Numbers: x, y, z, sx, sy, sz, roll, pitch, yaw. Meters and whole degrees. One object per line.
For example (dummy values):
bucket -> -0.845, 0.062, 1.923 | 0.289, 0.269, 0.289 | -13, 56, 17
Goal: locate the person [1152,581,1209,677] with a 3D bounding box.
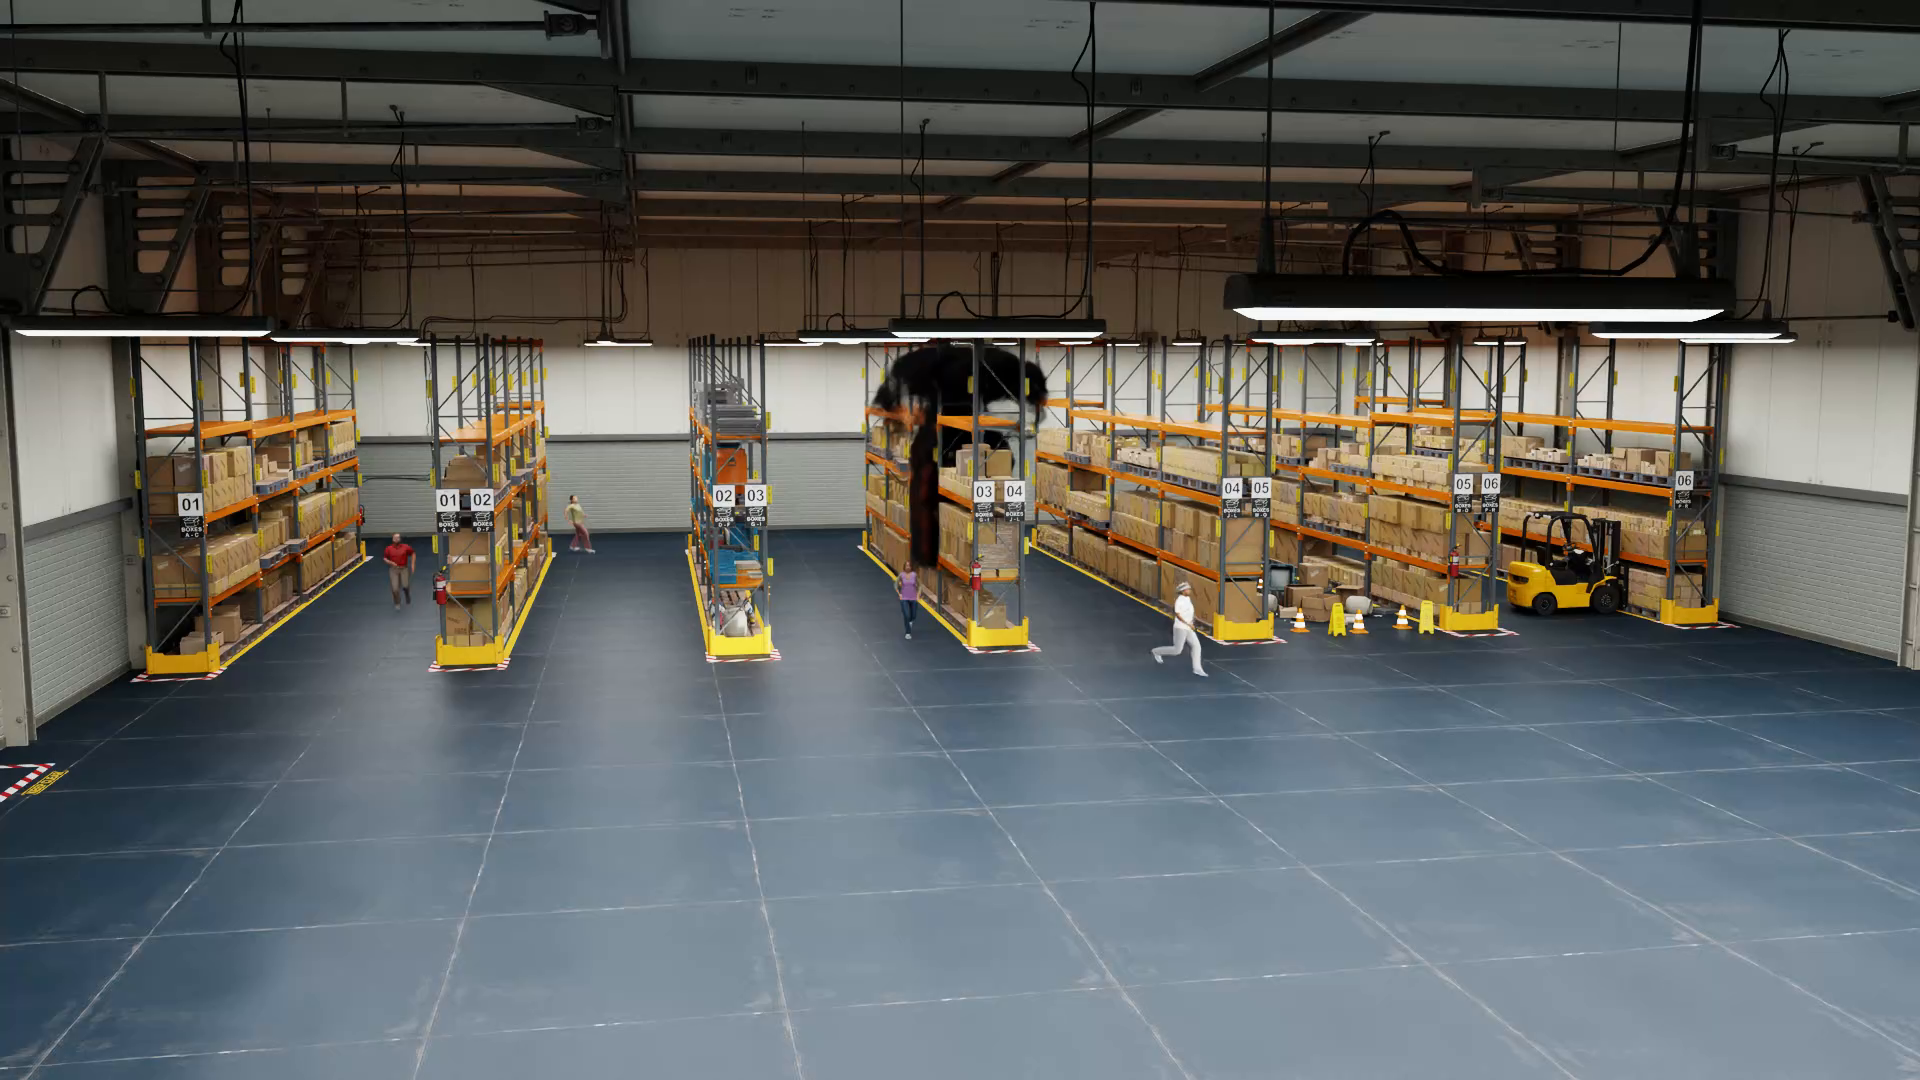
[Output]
person -> 3.896, 1.563, 29.312 | 1.019, 1.698, 0.535 | 3, 7, 28

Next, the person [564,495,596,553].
person -> -10.707, -0.458, 46.838 | 0.833, 1.656, 0.614 | 1, 7, 12

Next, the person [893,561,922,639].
person -> -1.040, 1.169, 33.048 | 0.572, 1.547, 0.619 | -1, 7, -9

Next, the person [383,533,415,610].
person -> -12.344, 0.705, 36.636 | 0.674, 1.692, 0.587 | -2, 7, -20
